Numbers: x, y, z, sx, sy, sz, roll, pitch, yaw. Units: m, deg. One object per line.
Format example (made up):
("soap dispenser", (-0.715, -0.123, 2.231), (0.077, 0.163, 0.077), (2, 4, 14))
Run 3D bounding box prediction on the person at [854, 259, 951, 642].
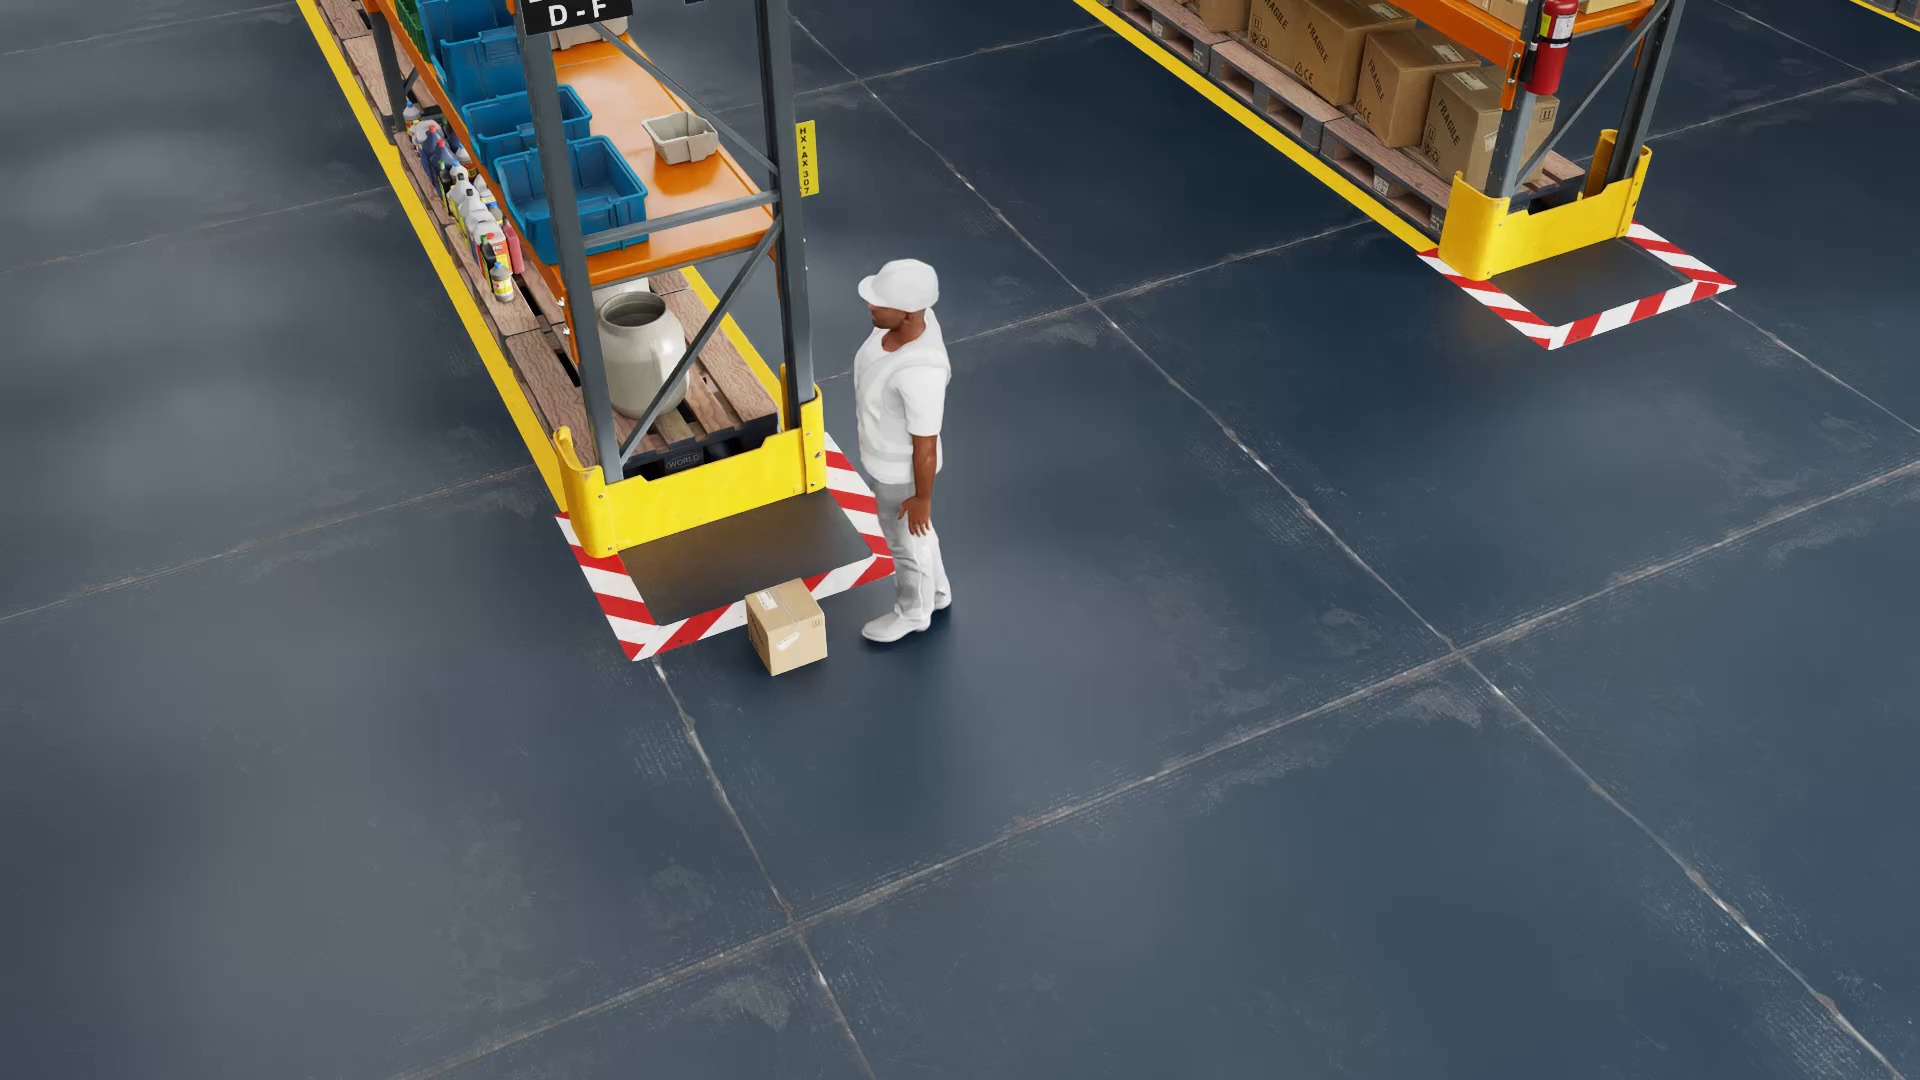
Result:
("person", (-0.229, -0.338, 6.509), (0.405, 1.768, 0.623), (-6, 41, -7))
